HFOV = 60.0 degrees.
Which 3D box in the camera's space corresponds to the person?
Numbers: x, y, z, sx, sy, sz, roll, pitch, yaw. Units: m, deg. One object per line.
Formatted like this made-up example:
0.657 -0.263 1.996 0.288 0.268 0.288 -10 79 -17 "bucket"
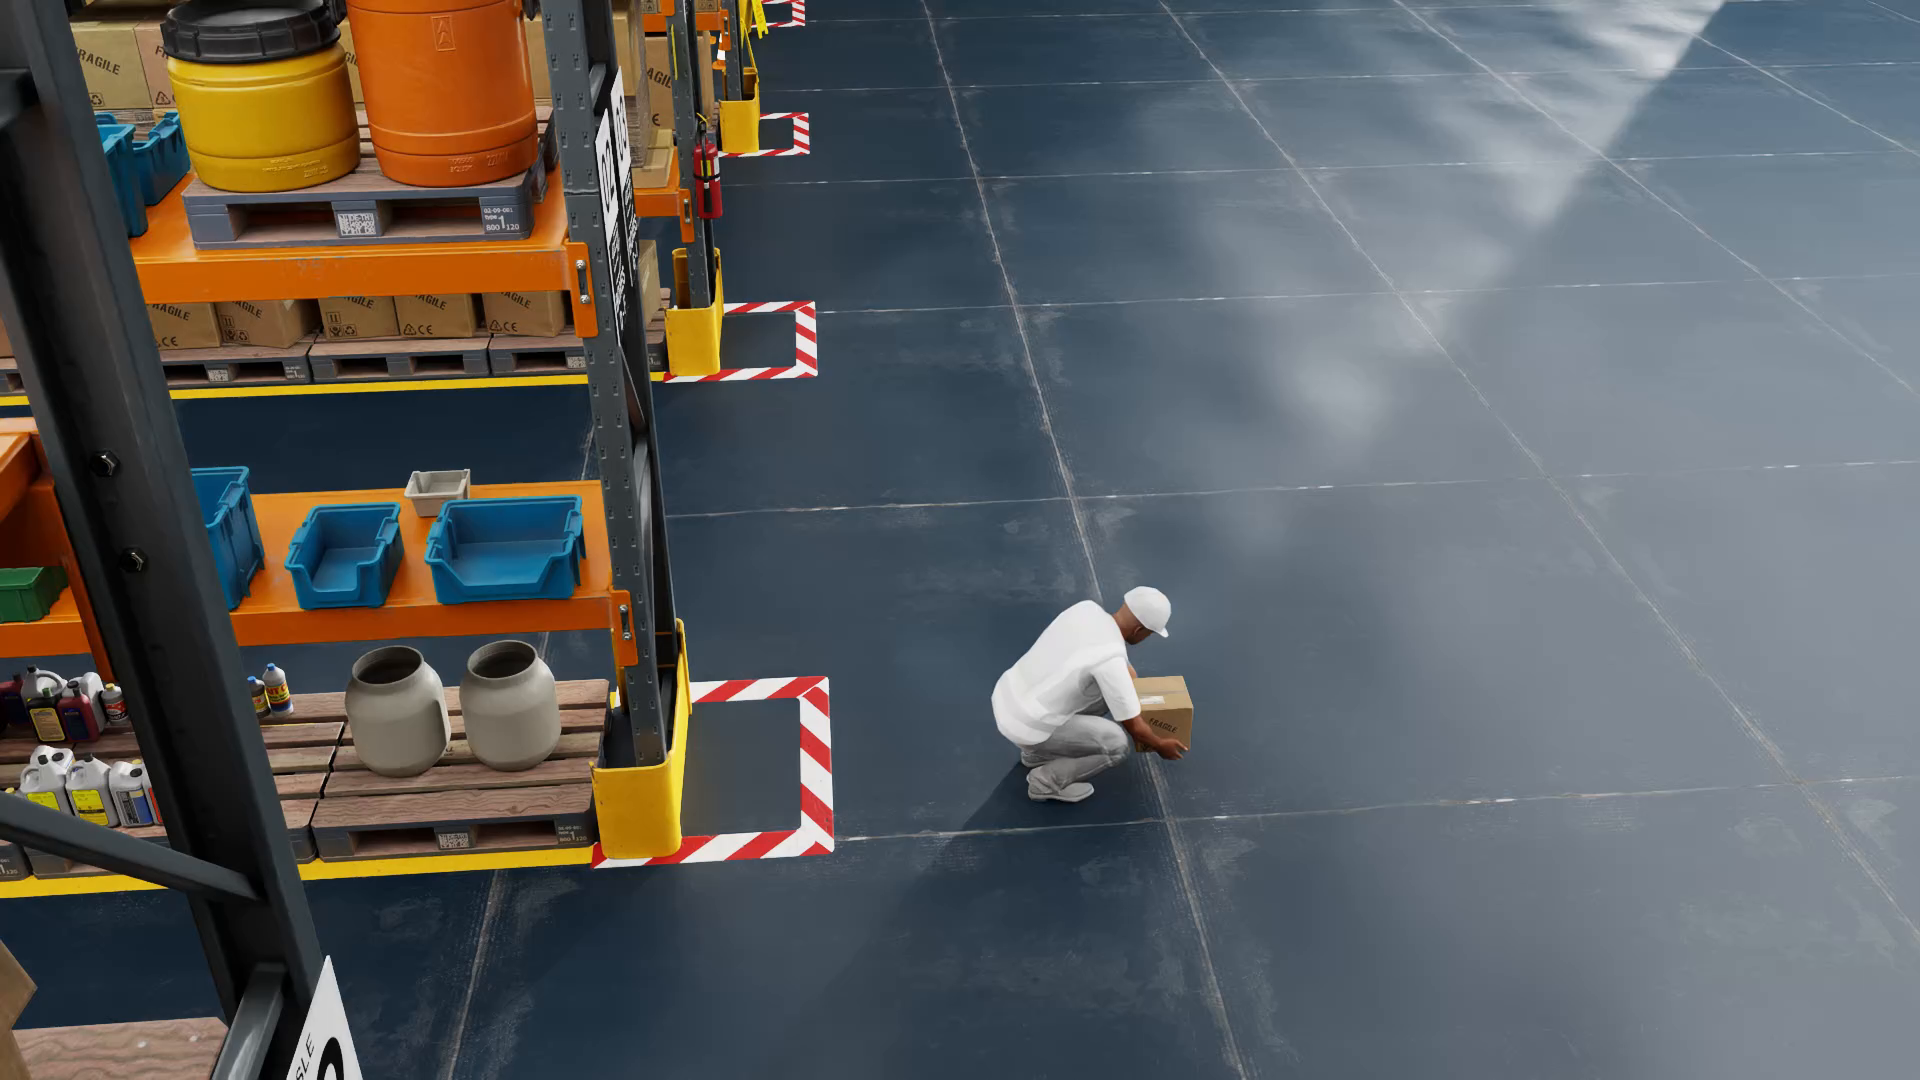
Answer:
0.594 0.677 7.641 0.887 0.998 0.583 -3 31 -5 "person"
